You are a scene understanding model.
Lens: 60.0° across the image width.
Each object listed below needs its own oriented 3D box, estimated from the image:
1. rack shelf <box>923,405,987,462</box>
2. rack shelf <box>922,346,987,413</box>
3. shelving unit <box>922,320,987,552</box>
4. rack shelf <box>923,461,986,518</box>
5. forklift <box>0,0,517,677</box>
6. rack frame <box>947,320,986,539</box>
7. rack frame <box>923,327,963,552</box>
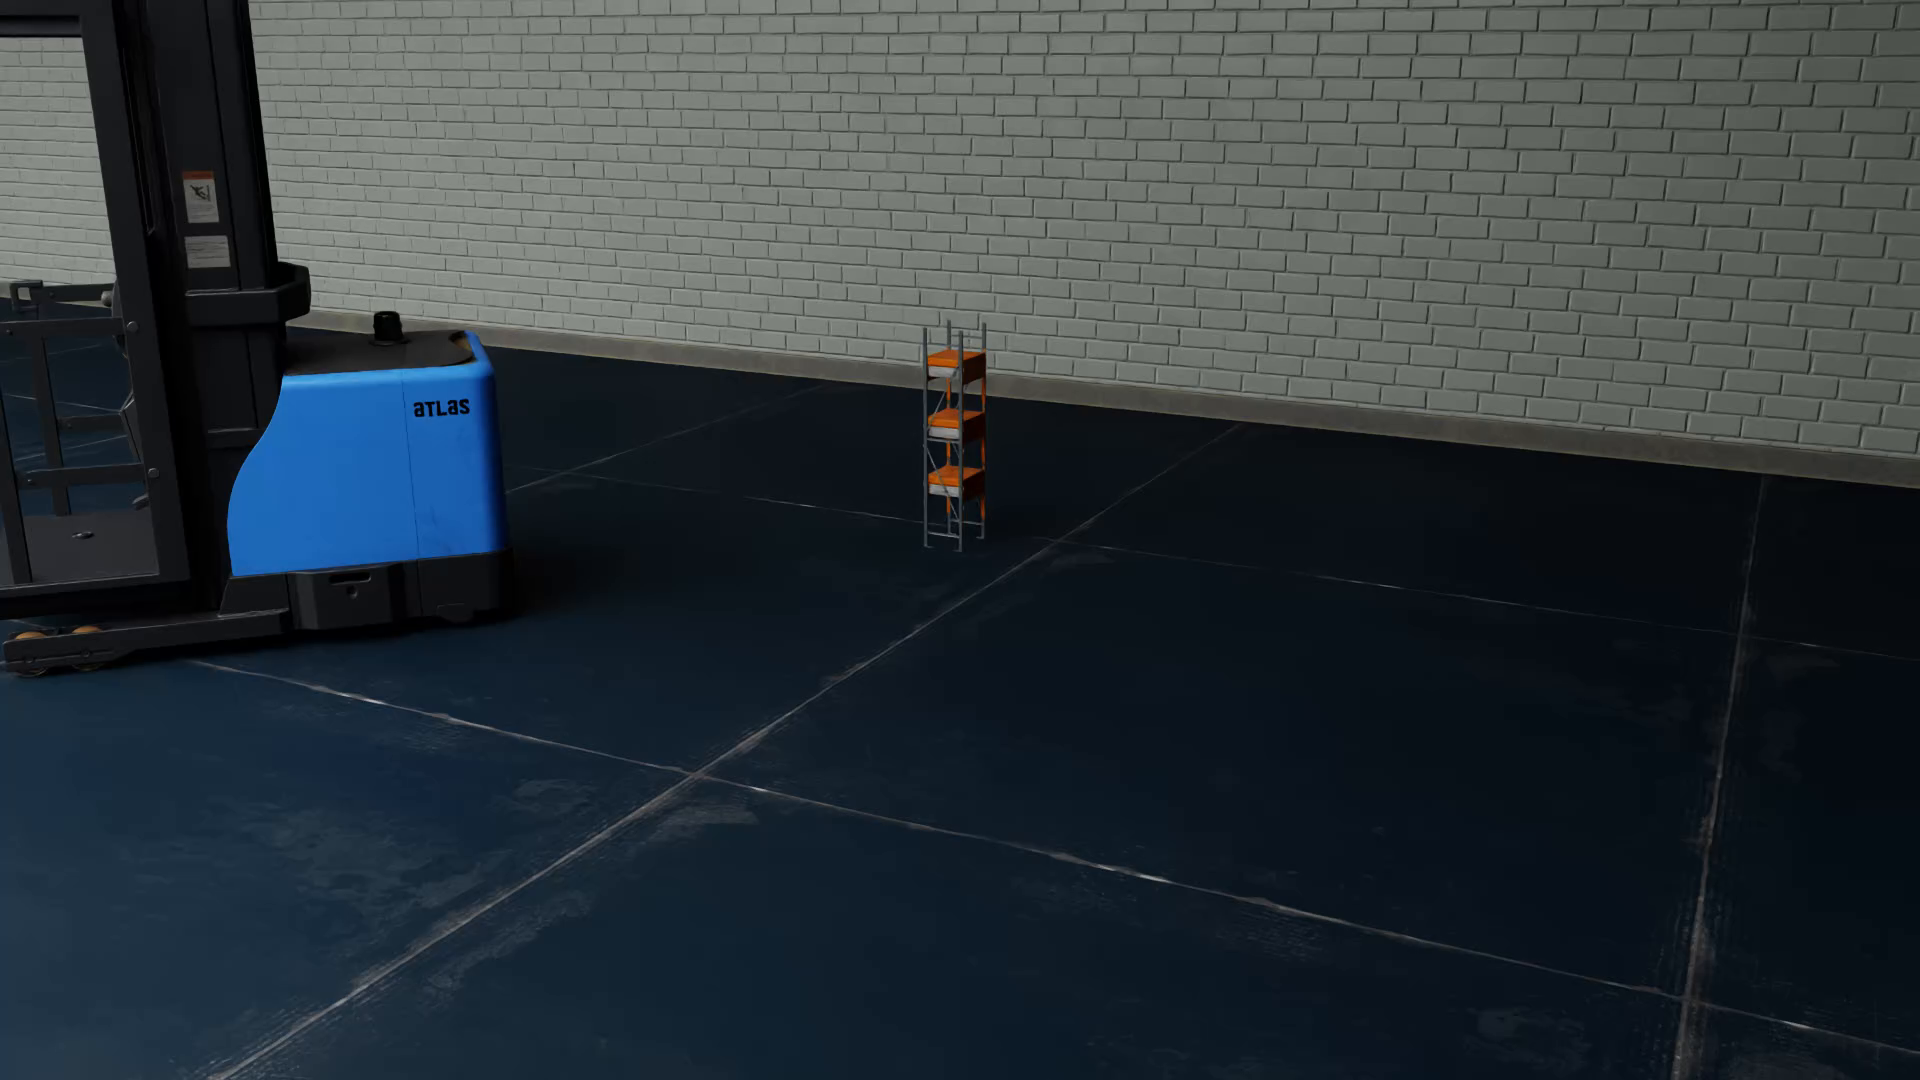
[{"bbox_3d":[-0.024,-0.479,7.832,0.215,0.259,0.240,8,18,25],"label":"rack shelf"},{"bbox_3d":[-0.024,-0.752,7.751,0.215,0.259,0.240,8,18,25],"label":"rack shelf"},{"bbox_3d":[-0.024,-0.490,7.829,0.215,1.050,0.252,8,18,25],"label":"shelving unit"},{"bbox_3d":[-0.024,-0.213,7.911,0.215,0.259,0.240,8,18,25],"label":"rack shelf"},{"bbox_3d":[-3.419,-1.057,6.437,3.031,2.935,1.130,-6,18,-19],"label":"forklift"},{"bbox_3d":[0.031,-0.521,7.934,0.200,1.050,0.008,8,18,25],"label":"rack frame"},{"bbox_3d":[-0.078,-0.459,7.724,0.200,1.050,0.008,8,18,25],"label":"rack frame"}]
